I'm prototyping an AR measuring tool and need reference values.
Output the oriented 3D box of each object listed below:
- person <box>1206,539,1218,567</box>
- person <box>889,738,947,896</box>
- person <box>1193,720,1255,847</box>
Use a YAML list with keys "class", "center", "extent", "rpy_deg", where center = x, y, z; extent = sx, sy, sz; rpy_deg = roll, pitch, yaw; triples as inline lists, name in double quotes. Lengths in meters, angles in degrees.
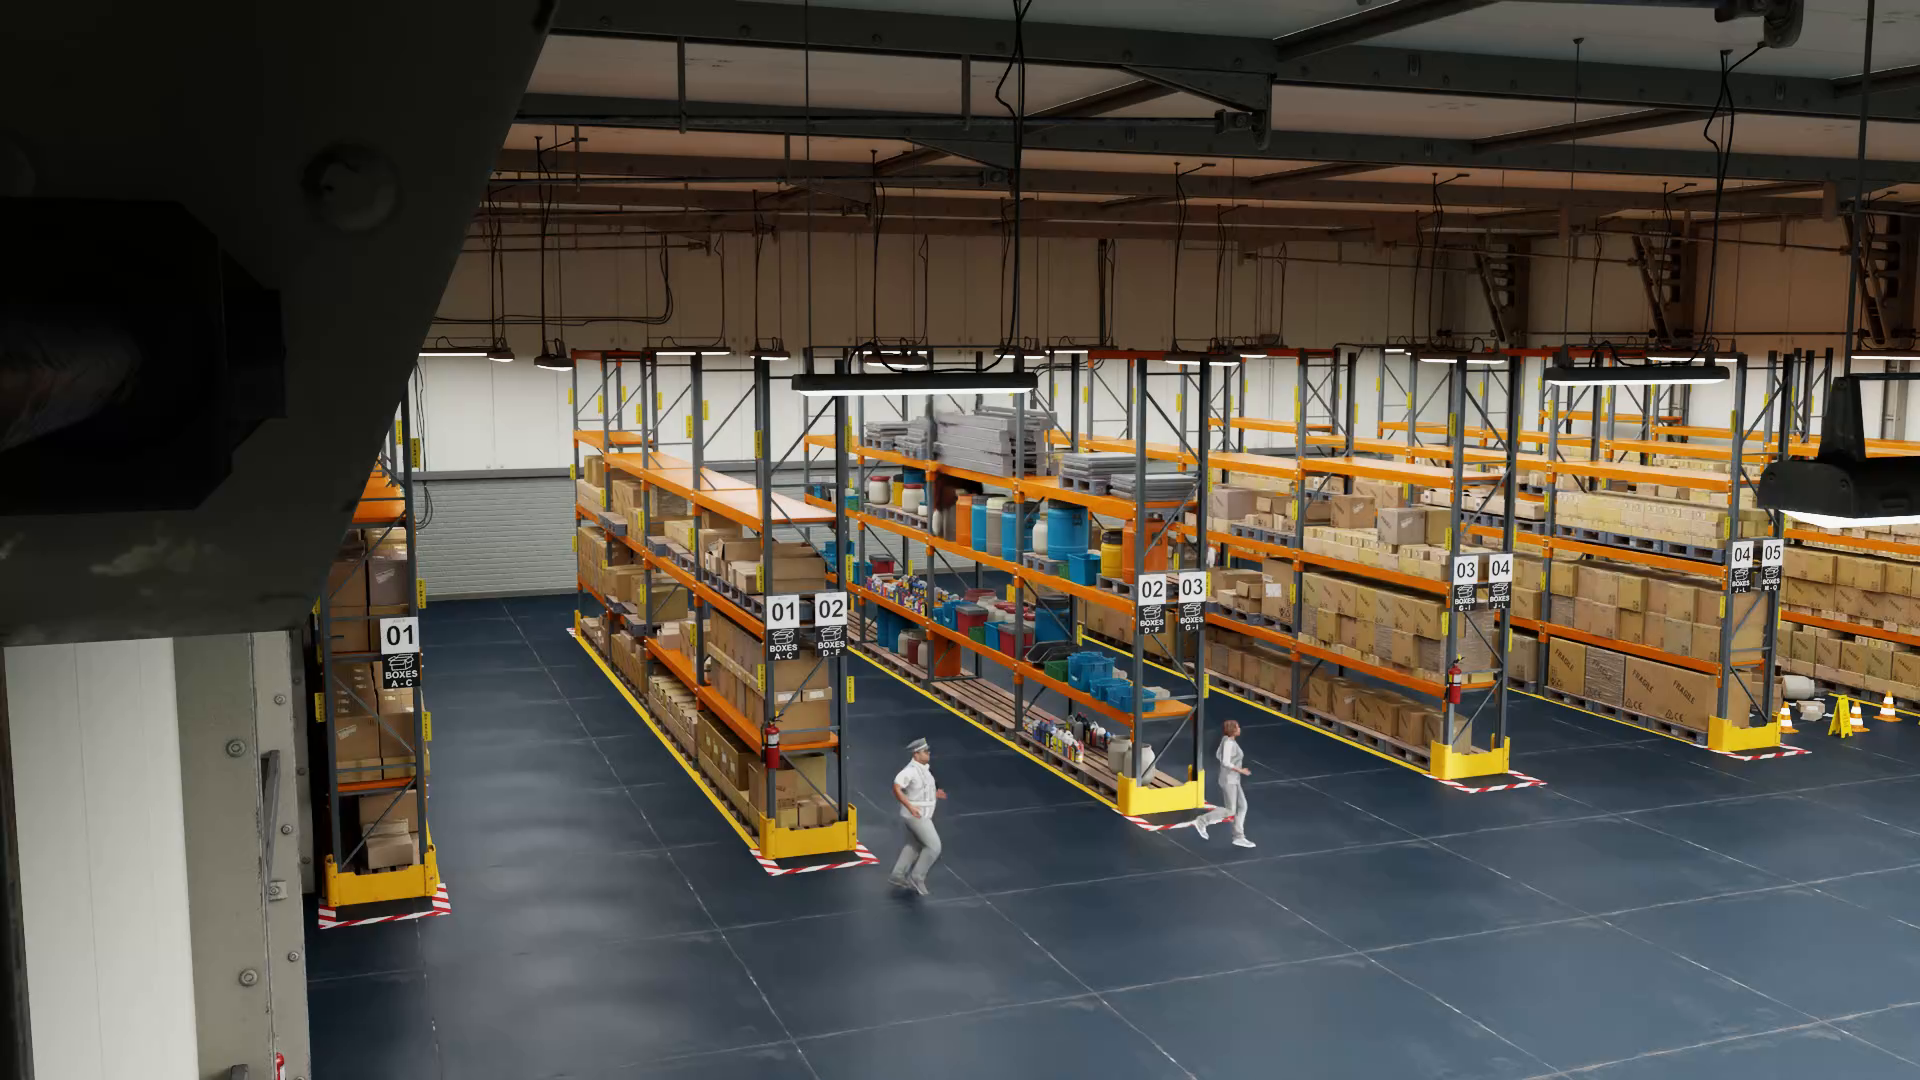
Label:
- class: "person"
  center: [5.534, 0.802, 37.521]
  extent: [0.711, 1.816, 0.893]
  rpy_deg: [-2, 7, -14]
- class: "person"
  center: [-0.481, 3.140, 18.870]
  extent: [0.670, 1.830, 0.645]
  rpy_deg: [1, 7, 6]
- class: "person"
  center: [3.290, 3.000, 20.614]
  extent: [0.757, 1.572, 0.554]
  rpy_deg: [1, 7, 11]
